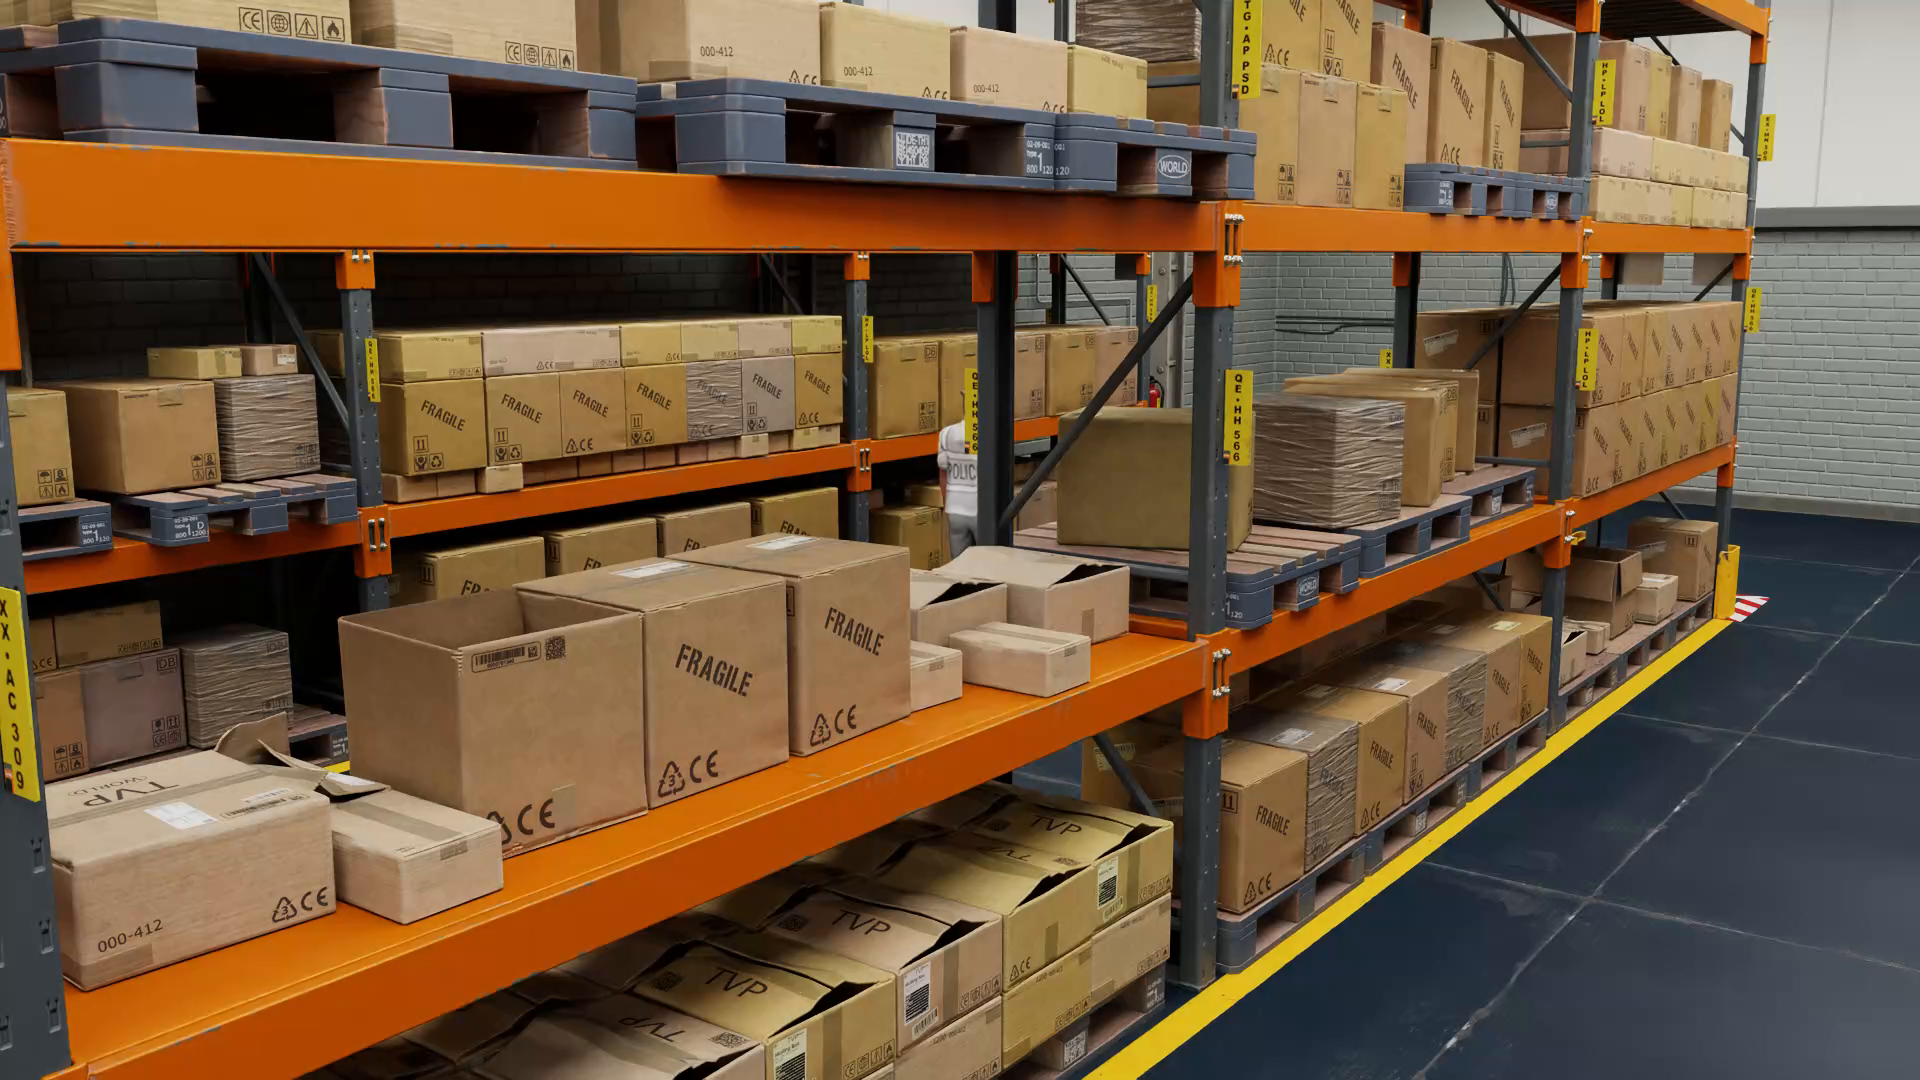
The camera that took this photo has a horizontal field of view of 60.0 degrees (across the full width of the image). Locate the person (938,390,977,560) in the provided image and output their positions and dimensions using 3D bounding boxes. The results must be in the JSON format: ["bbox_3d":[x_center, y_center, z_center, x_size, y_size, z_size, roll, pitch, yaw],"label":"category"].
[{"bbox_3d":[0.098,-0.169,11.431,0.534,1.736,0.389,6,11,32],"label":"person"}]
